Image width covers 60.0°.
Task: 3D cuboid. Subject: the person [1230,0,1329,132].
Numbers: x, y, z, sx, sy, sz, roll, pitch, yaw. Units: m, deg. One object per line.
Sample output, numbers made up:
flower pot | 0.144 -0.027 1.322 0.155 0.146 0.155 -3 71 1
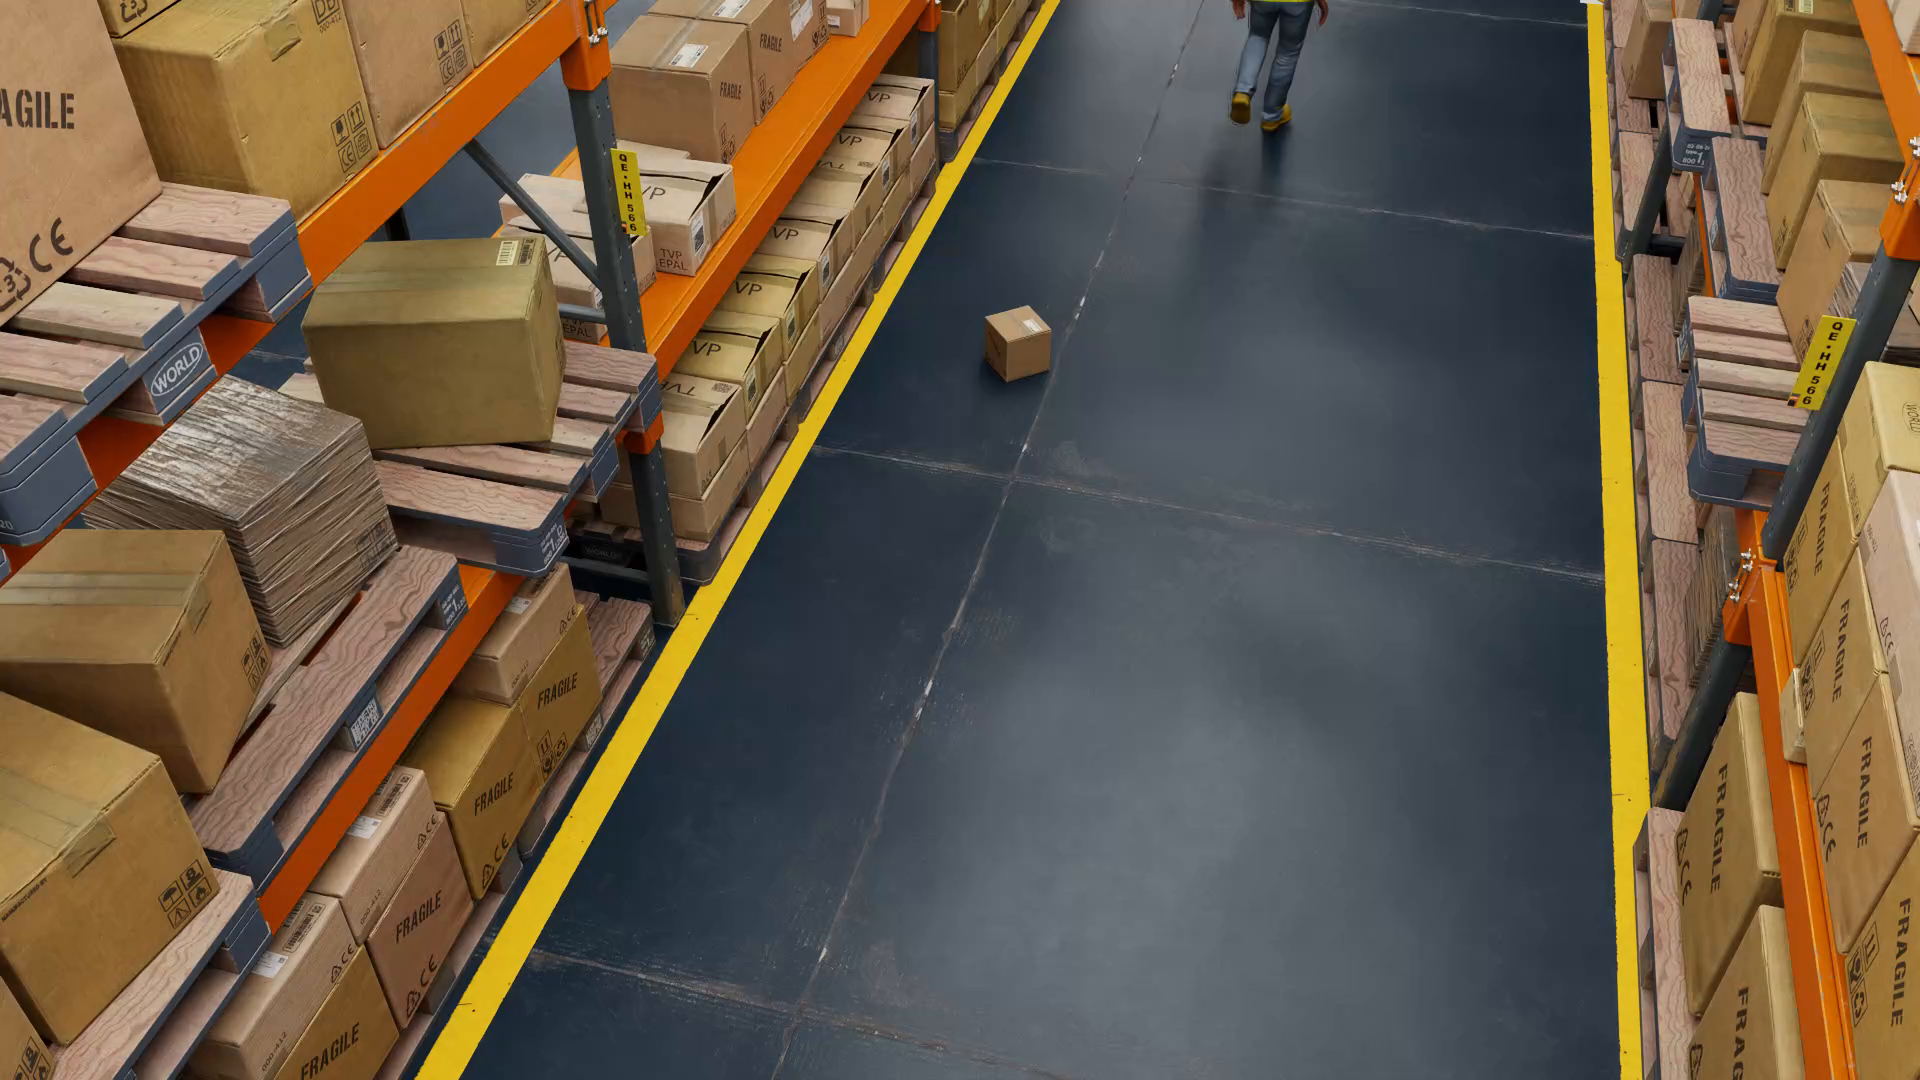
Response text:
person | 1.905 -3.256 9.878 0.578 1.753 0.527 18 44 20
